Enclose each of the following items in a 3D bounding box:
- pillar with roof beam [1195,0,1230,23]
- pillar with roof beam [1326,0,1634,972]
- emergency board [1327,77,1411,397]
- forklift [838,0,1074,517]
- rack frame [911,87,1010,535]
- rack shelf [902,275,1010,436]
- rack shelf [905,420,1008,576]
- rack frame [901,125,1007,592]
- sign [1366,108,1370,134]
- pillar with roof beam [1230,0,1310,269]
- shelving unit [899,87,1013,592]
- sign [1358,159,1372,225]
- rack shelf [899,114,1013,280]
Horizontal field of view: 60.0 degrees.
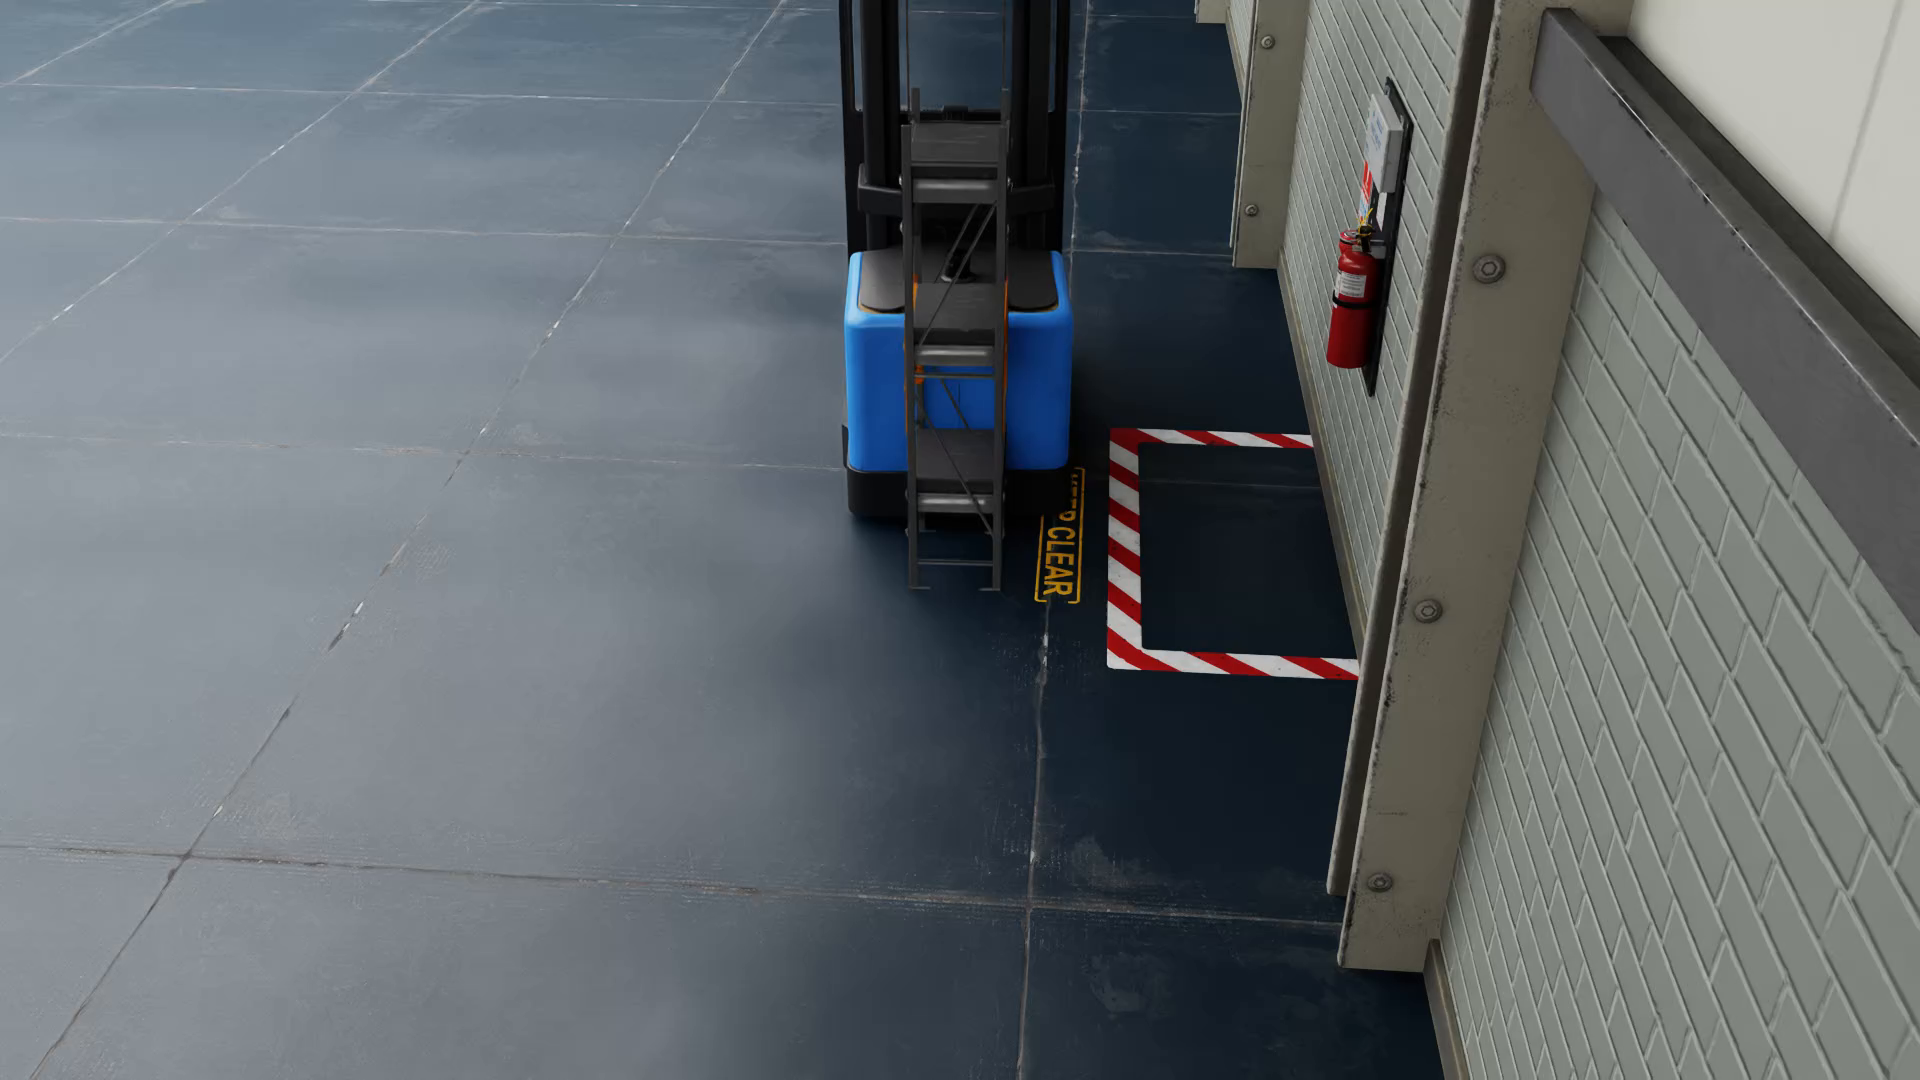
[{"bbox_3d":[-1.897,-8.982,13.747,9.100,9.000,0.400,2,32,4],"label":"pillar with roof beam"},{"bbox_3d":[-2.874,-2.707,3.566,9.100,9.000,0.400,2,32,4],"label":"pillar with roof beam"},{"bbox_3d":[1.656,-1.260,6.935,0.194,1.169,0.643,2,32,4],"label":"emergency board"},{"bbox_3d":[-0.031,-2.091,8.349,1.130,2.935,3.031,-1,32,-1],"label":"forklift"},{"bbox_3d":[0.002,-0.927,7.252,0.400,2.100,0.015,1,32,2],"label":"rack frame"},{"bbox_3d":[-0.010,-0.787,7.052,0.431,0.518,0.480,1,32,2],"label":"rack shelf"},{"bbox_3d":[-0.010,-0.191,7.419,0.431,0.518,0.480,1,32,2],"label":"rack shelf"},{"bbox_3d":[-0.022,-0.671,6.837,0.400,2.100,0.015,1,32,2],"label":"rack frame"},{"bbox_3d":[1.795,-1.783,7.246,0.001,0.109,0.331,2,32,4],"label":"sign"},{"bbox_3d":[-2.385,-5.845,8.656,9.100,9.000,0.400,2,32,4],"label":"pillar with roof beam"},{"bbox_3d":[-0.010,-0.799,7.045,0.431,2.100,0.503,1,32,2],"label":"shelving unit"},{"bbox_3d":[1.804,-1.560,7.388,0.001,0.329,0.234,2,32,4],"label":"sign"},{"bbox_3d":[-0.010,-1.383,6.684,0.431,0.518,0.480,1,32,2],"label":"rack shelf"}]
